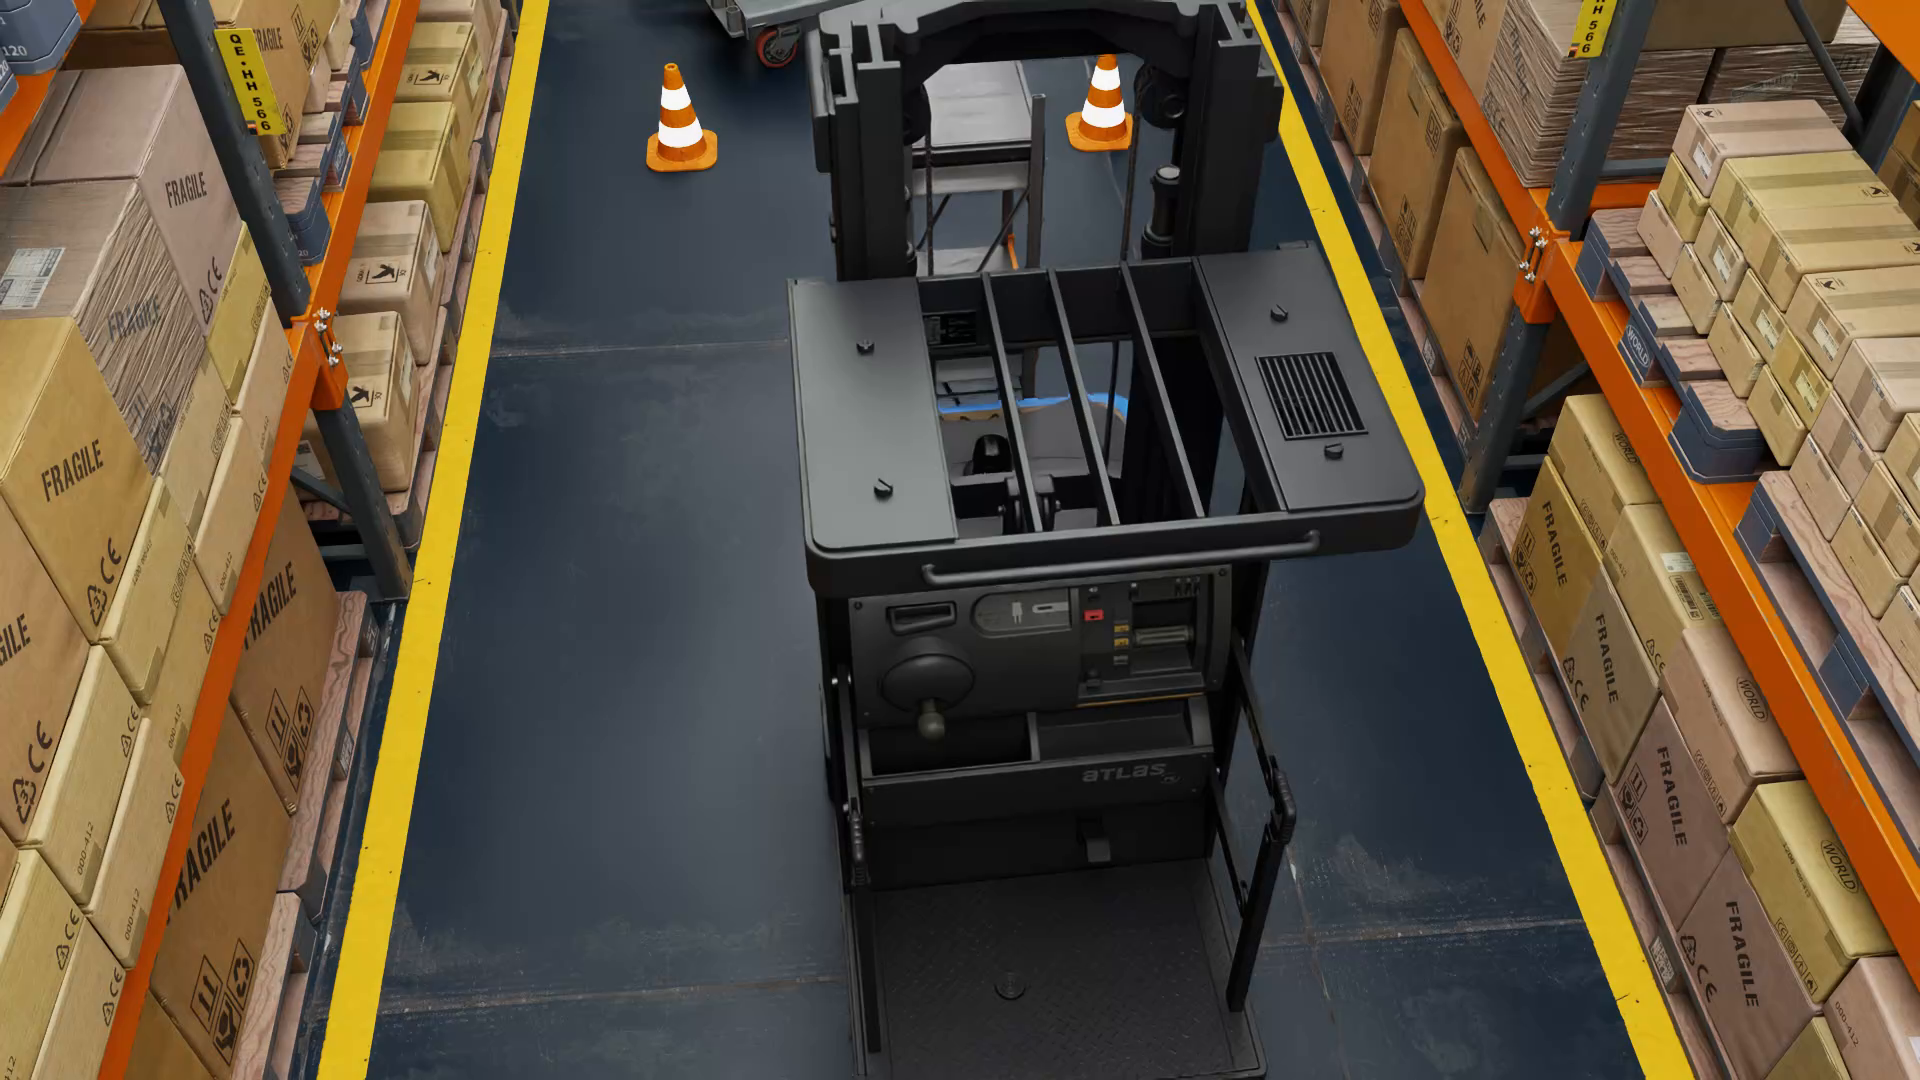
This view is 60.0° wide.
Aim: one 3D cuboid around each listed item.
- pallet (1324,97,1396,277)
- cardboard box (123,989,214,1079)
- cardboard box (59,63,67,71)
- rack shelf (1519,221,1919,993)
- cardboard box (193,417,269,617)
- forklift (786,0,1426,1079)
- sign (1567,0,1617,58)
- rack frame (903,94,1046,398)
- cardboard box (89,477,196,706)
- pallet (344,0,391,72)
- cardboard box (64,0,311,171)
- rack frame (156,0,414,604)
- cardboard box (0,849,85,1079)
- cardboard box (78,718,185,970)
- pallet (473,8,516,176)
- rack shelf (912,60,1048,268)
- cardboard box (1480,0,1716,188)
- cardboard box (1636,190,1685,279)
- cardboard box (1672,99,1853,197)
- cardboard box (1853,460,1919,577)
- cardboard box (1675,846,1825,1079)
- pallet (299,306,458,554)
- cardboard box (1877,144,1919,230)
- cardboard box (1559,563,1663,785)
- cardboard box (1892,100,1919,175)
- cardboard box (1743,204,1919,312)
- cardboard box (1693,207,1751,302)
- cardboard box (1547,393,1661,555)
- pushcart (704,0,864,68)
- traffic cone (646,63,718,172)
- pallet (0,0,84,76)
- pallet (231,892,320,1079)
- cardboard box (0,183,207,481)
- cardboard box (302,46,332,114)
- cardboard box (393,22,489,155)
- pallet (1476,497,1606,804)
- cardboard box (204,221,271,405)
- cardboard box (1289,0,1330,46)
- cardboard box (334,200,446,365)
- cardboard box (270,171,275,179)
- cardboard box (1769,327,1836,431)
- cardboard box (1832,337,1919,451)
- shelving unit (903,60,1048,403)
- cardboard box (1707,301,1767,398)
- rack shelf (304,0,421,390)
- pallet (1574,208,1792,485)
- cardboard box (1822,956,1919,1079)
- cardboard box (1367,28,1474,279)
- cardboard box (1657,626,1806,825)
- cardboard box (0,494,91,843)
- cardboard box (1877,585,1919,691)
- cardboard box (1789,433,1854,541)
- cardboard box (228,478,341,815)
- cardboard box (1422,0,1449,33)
[{"bbox_3d":[2.331,-1.694,7.709,1.003,0.211,1.213,-3,47,-3],"label":"pallet"},{"bbox_3d":[-2.384,1.560,3.880,0.875,0.875,0.875,-2,47,-2],"label":"cardboard box"},{"bbox_3d":[-2.819,-1.416,4.962,0.500,0.500,0.500,-5,47,-4],"label":"cardboard box"},{"bbox_3d":[2.588,0.497,4.209,1.077,0.370,4.000,-3,47,-3],"label":"rack shelf"},{"bbox_3d":[-2.144,-0.053,4.337,0.500,0.250,0.500,-3,47,-3],"label":"cardboard box"},{"bbox_3d":[0.226,0.360,3.891,1.130,2.935,3.031,-5,47,-5],"label":"forklift"},{"bbox_3d":[1.868,-1.559,4.863,0.100,0.325,0.005,-3,47,-3],"label":"sign"},{"bbox_3d":[0.032,-0.462,5.241,0.400,2.100,0.015,-5,47,-5],"label":"rack frame"},{"bbox_3d":[-2.100,0.131,3.819,0.500,0.250,0.500,-5,47,-4],"label":"cardboard box"},{"bbox_3d":[-2.710,-2.187,6.387,1.003,0.211,1.213,-3,47,-3],"label":"pallet"},{"bbox_3d":[-2.311,-1.444,4.989,0.500,0.500,0.500,-5,47,-4],"label":"cardboard box"},{"bbox_3d":[-2.504,-0.823,4.964,1.000,3.000,0.127,-3,47,-3],"label":"rack frame"},{"bbox_3d":[-2.012,0.873,3.116,0.500,0.250,0.500,-3,47,-3],"label":"cardboard box"},{"bbox_3d":[-2.047,0.680,3.644,0.500,0.250,0.500,-4,47,-4],"label":"cardboard box"},{"bbox_3d":[-2.772,-2.195,8.184,1.003,0.211,1.213,-3,47,-3],"label":"pallet"},{"bbox_3d":[0.002,-1.109,4.909,0.431,0.518,0.480,-5,47,-5],"label":"rack shelf"},{"bbox_3d":[2.115,-1.541,5.575,0.500,0.500,0.500,-3,47,-3],"label":"cardboard box"},{"bbox_3d":[2.257,-0.919,4.938,0.380,0.149,0.250,-4,47,-4],"label":"cardboard box"},{"bbox_3d":[2.266,-1.110,4.710,0.380,0.149,0.250,-3,47,-3],"label":"cardboard box"},{"bbox_3d":[2.370,-0.064,3.923,0.380,0.149,0.250,-4,47,-4],"label":"cardboard box"},{"bbox_3d":[2.361,1.149,4.528,0.500,0.500,0.500,-4,47,-4],"label":"cardboard box"},{"bbox_3d":[-2.568,-0.430,6.512,1.003,0.211,1.213,-3,47,-3],"label":"pallet"},{"bbox_3d":[2.916,-1.028,4.836,0.380,0.149,0.250,-3,47,-2],"label":"cardboard box"},{"bbox_3d":[2.271,0.409,5.229,0.500,0.500,0.500,-3,47,-3],"label":"cardboard box"},{"bbox_3d":[2.918,-1.133,4.731,0.380,0.149,0.250,-5,47,-5],"label":"cardboard box"},{"bbox_3d":[2.307,-0.742,4.360,0.380,0.149,0.250,-4,47,-4],"label":"cardboard box"},{"bbox_3d":[2.286,-0.799,4.620,0.380,0.149,0.250,-1,47,-1],"label":"cardboard box"},{"bbox_3d":[2.237,-0.226,5.314,0.500,0.250,0.500,-5,47,-5],"label":"cardboard box"},{"bbox_3d":[-0.571,-2.990,8.822,1.648,0.377,0.936,-19,49,-17],"label":"pushcart"},{"bbox_3d":[-1.340,-2.033,7.857,0.336,0.463,0.334,-3,47,-3],"label":"traffic cone"},{"bbox_3d":[-2.397,-1.327,3.505,1.213,0.211,1.003,-2,47,-1],"label":"pallet"},{"bbox_3d":[-2.414,1.591,4.597,1.003,0.211,1.213,-3,47,-3],"label":"pallet"},{"bbox_3d":[-2.149,-0.472,3.874,0.500,0.500,0.500,-3,47,-3],"label":"cardboard box"},{"bbox_3d":[-2.313,-1.535,5.522,0.380,0.149,0.250,-6,47,-6],"label":"cardboard box"},{"bbox_3d":[-2.729,-2.059,7.654,0.950,0.372,0.625,-1,47,-1],"label":"cardboard box"},{"bbox_3d":[2.484,0.327,5.795,1.003,0.211,1.213,-3,47,-3],"label":"pallet"},{"bbox_3d":[-2.210,-0.608,4.519,0.500,0.250,0.500,-4,47,-3],"label":"cardboard box"},{"bbox_3d":[2.227,-3.018,8.303,1.050,0.750,0.750,-4,47,-3],"label":"cardboard box"},{"bbox_3d":[-2.611,-1.007,6.658,0.950,0.372,0.625,-4,47,-4],"label":"cardboard box"},{"bbox_3d":[-2.346,-1.128,5.136,0.380,0.149,0.250,-6,47,-6],"label":"cardboard box"},{"bbox_3d":[2.333,-0.424,4.265,0.380,0.149,0.250,-3,47,-3],"label":"cardboard box"},{"bbox_3d":[2.354,-0.354,3.994,0.380,0.149,0.250,-2,47,-1],"label":"cardboard box"},{"bbox_3d":[0.002,-0.637,5.407,0.431,2.100,0.503,-5,47,-5],"label":"shelving unit"},{"bbox_3d":[2.302,-0.530,4.570,0.380,0.149,0.250,-1,47,-1],"label":"cardboard box"},{"bbox_3d":[-2.671,-2.023,6.595,1.077,0.370,4.000,-3,47,-3],"label":"rack shelf"},{"bbox_3d":[2.586,-0.622,4.905,1.213,0.211,1.003,-3,47,-3],"label":"pallet"},{"bbox_3d":[2.411,1.258,3.909,0.500,0.250,0.500,-1,47,-1],"label":"cardboard box"},{"bbox_3d":[2.383,-1.646,7.003,1.050,0.750,0.750,-3,47,-3],"label":"cardboard box"},{"bbox_3d":[2.308,0.499,4.627,0.500,0.250,0.500,-3,47,-3],"label":"cardboard box"},{"bbox_3d":[-2.079,0.254,3.186,0.500,0.500,0.500,-4,47,-4],"label":"cardboard box"},{"bbox_3d":[2.390,0.228,3.852,0.380,0.149,0.250,-5,47,-5],"label":"cardboard box"},{"bbox_3d":[2.351,-0.142,4.203,0.380,0.149,0.250,-2,47,-2],"label":"cardboard box"},{"bbox_3d":[-2.529,0.268,5.105,0.875,0.875,0.875,-4,47,-4],"label":"cardboard box"},{"bbox_3d":[2.033,-2.264,6.259,0.500,0.500,0.500,-4,47,-4],"label":"cardboard box"}]
